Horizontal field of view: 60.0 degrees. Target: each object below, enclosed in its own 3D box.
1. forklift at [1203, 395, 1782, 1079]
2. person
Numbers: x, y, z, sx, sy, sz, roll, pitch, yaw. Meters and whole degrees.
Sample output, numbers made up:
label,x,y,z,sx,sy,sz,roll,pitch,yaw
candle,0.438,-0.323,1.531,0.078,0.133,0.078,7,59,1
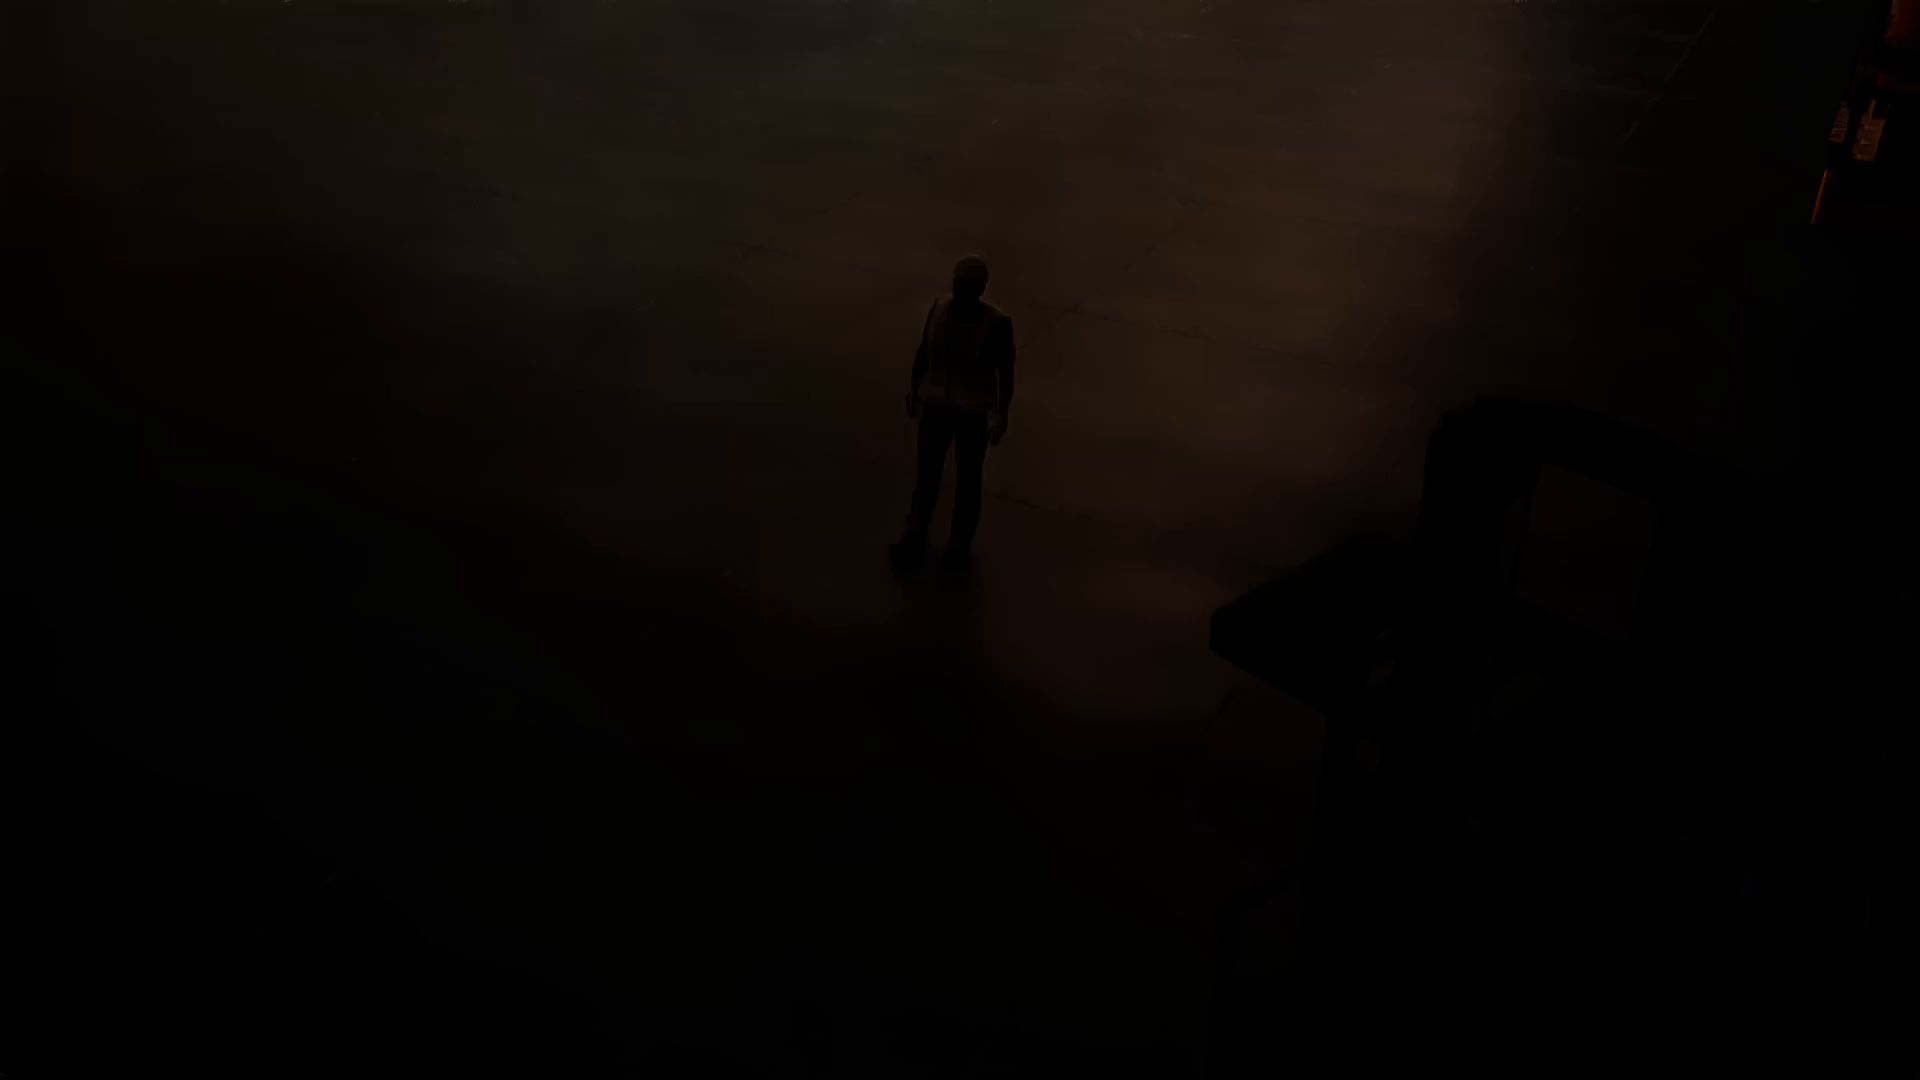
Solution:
label,x,y,z,sx,sy,sz,roll,pitch,yaw
forklift,1.389,1.151,5.077,3.031,2.935,1.130,-24,37,-35
person,-0.042,-0.749,9.502,0.655,1.782,0.576,15,33,25
